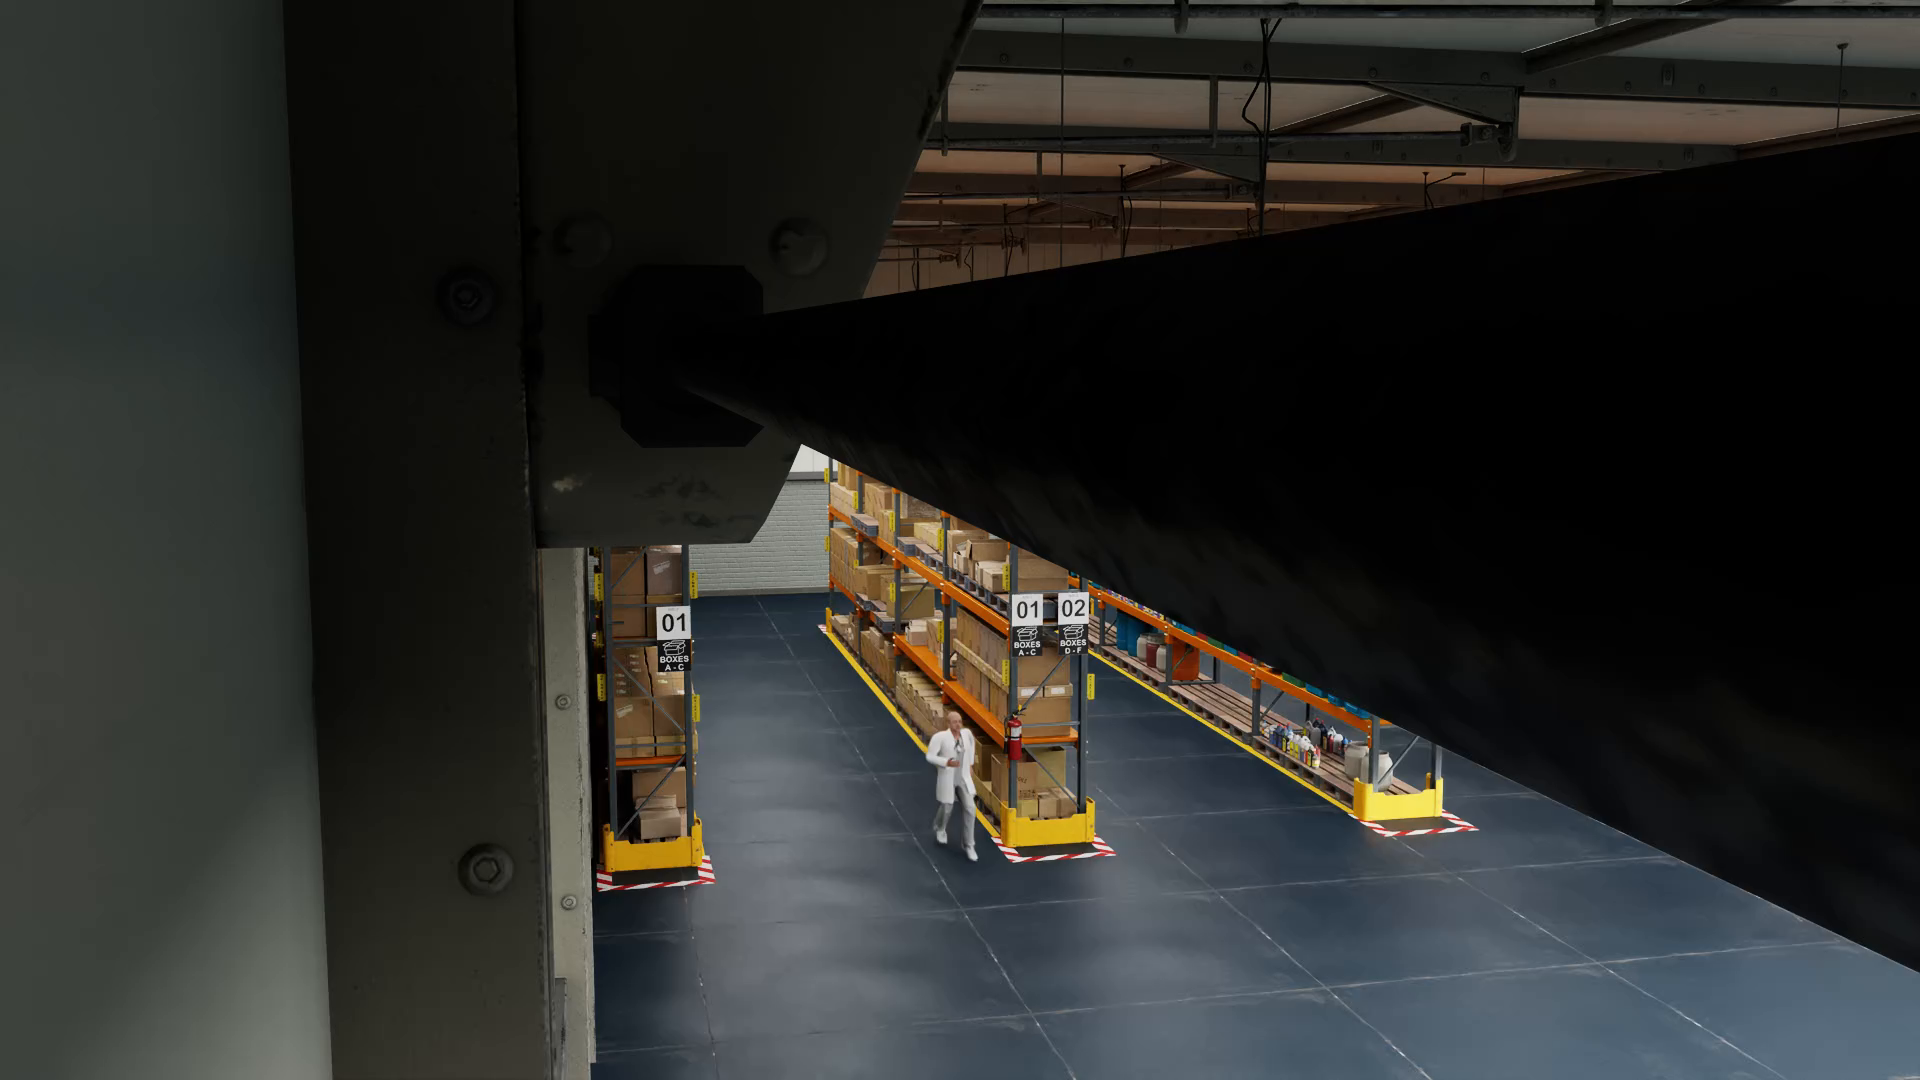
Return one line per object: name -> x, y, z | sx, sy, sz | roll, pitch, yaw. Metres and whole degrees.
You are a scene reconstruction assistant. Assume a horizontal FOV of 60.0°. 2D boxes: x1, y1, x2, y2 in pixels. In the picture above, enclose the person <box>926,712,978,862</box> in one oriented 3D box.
person -> -0.087, 3.014, 20.653 | 0.733, 1.816, 0.949 | -3, 7, -22
